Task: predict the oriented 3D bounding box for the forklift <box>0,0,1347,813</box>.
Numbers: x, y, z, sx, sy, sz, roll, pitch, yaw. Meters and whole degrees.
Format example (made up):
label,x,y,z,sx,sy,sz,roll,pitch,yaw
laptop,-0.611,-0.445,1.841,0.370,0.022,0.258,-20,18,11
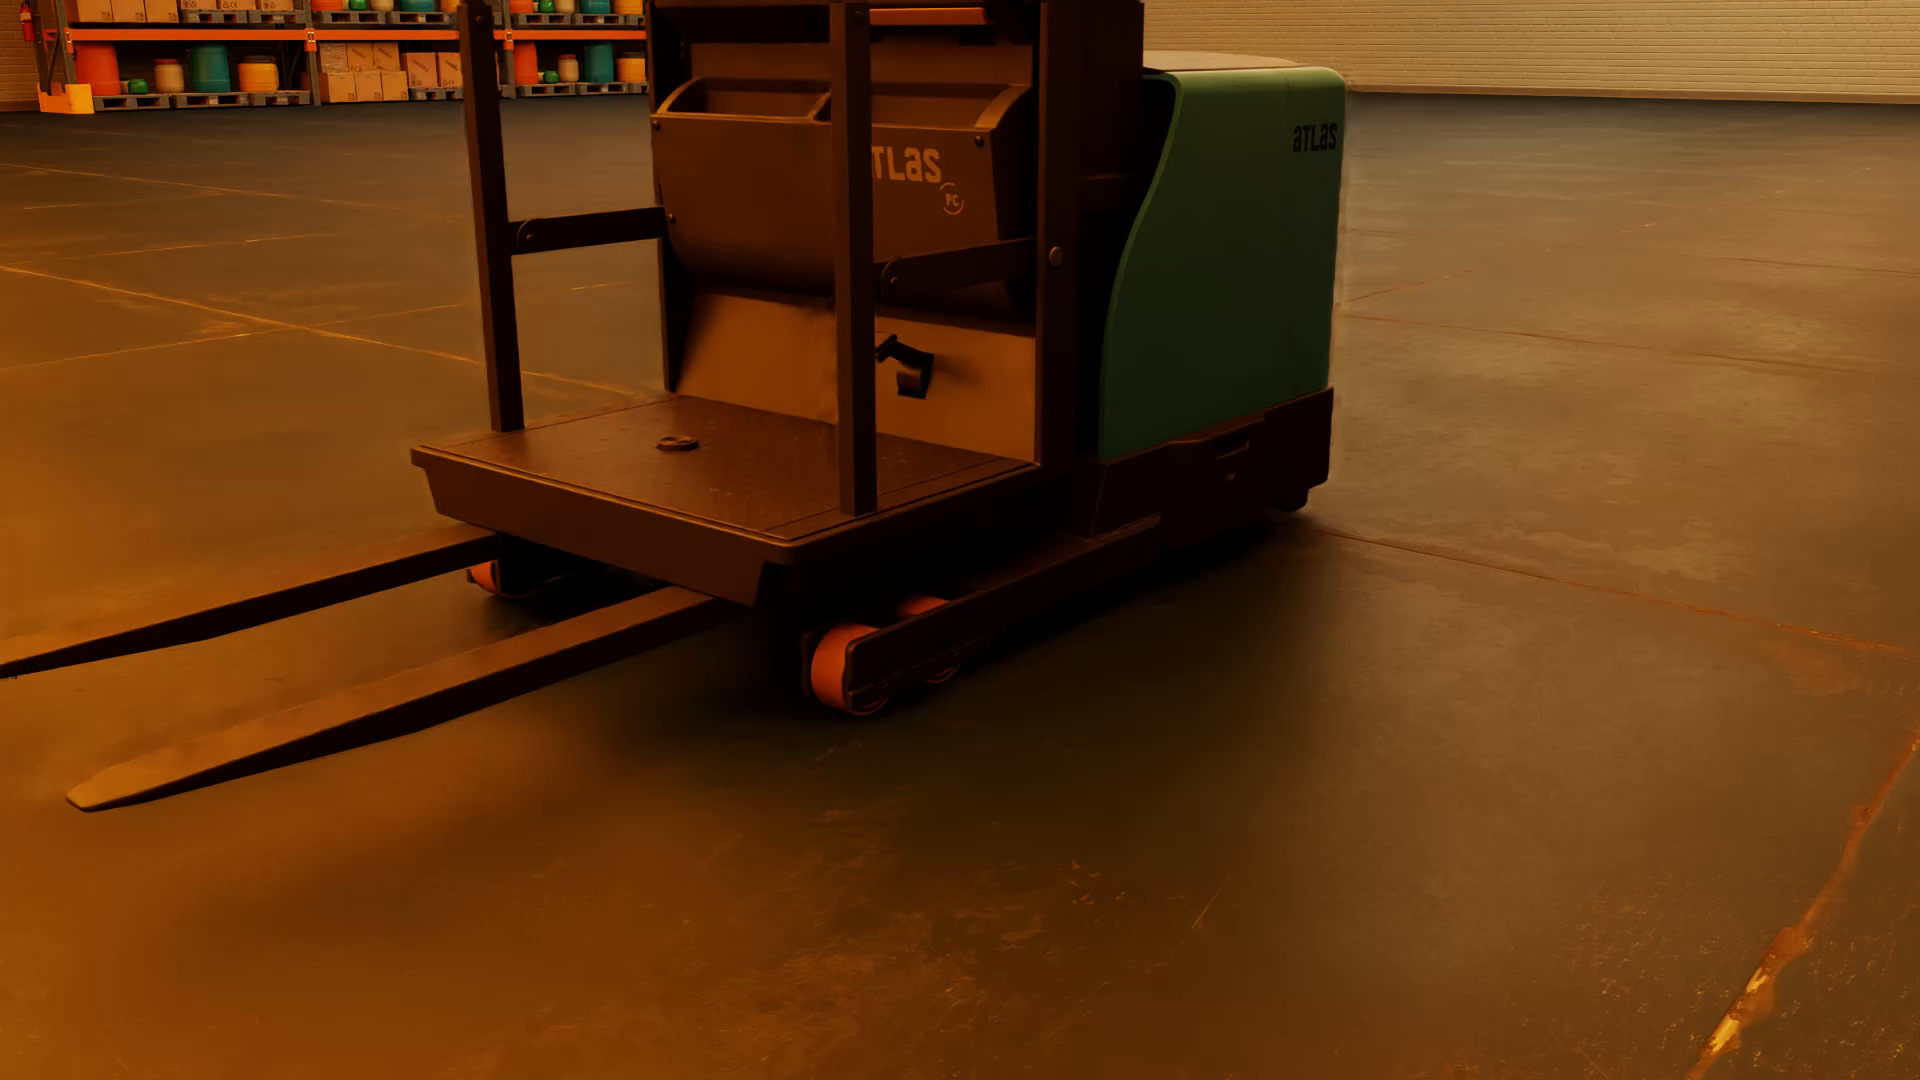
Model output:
label,x,y,z,sx,sy,sz,roll,pitch,yaw
forklift,-0.390,-1.255,3.032,1.130,2.935,3.031,13,21,37
